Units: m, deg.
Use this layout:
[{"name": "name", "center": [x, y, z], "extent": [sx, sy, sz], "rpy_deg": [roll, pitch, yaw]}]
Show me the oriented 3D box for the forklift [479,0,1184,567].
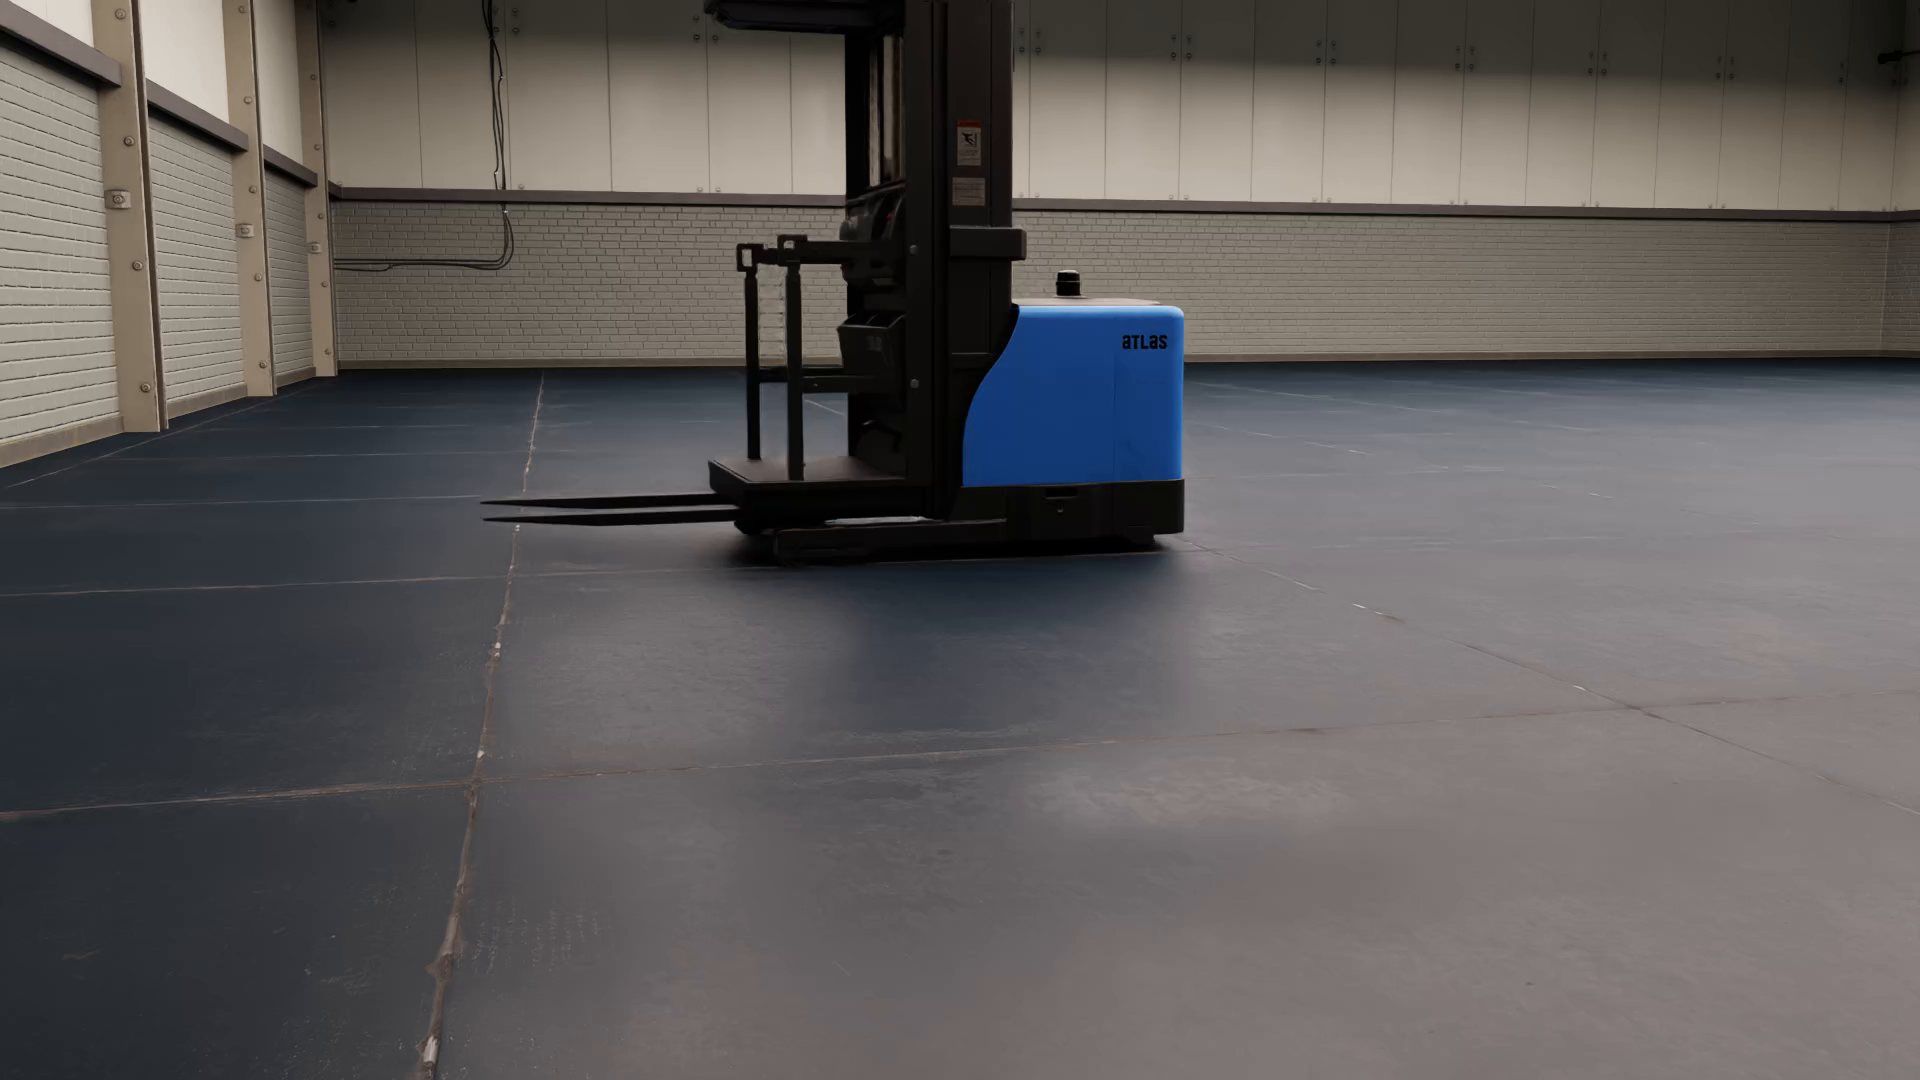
[{"name": "forklift", "center": [-0.572, -1.420, 7.278], "extent": [3.031, 2.935, 1.130], "rpy_deg": [-2, 8, -17]}]
